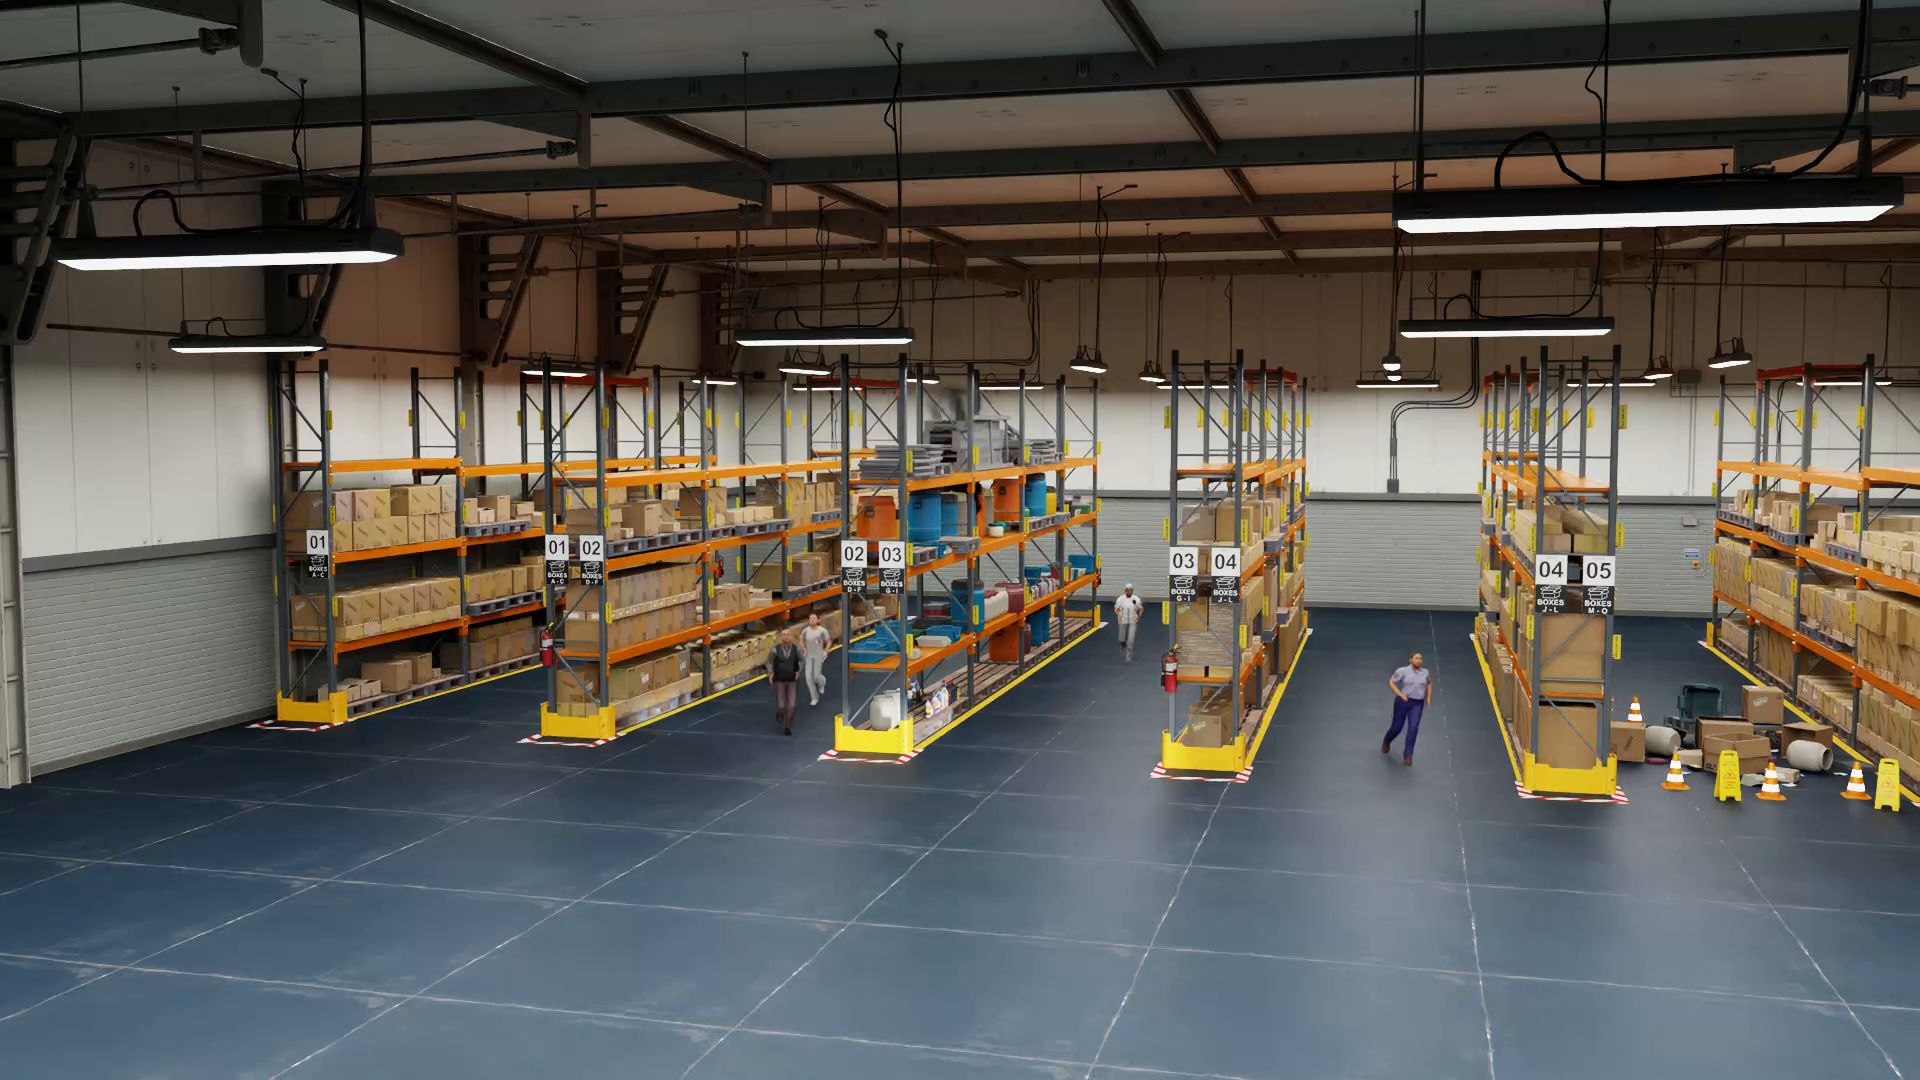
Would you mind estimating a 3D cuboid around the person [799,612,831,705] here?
[{"bbox_3d":[-2.569,2.083,29.422,0.565,1.630,0.572,1,4,8],"label":"person"}]

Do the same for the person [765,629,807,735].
[{"bbox_3d":[-2.778,2.263,26.588,0.659,1.670,0.589,-1,4,-11],"label":"person"}]

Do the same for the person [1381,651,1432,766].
[{"bbox_3d":[6.613,2.437,24.393,0.691,1.616,0.920,0,4,1],"label":"person"}]

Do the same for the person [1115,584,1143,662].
[{"bbox_3d":[3.504,1.712,34.509,0.595,1.622,0.561,1,4,8],"label":"person"}]
